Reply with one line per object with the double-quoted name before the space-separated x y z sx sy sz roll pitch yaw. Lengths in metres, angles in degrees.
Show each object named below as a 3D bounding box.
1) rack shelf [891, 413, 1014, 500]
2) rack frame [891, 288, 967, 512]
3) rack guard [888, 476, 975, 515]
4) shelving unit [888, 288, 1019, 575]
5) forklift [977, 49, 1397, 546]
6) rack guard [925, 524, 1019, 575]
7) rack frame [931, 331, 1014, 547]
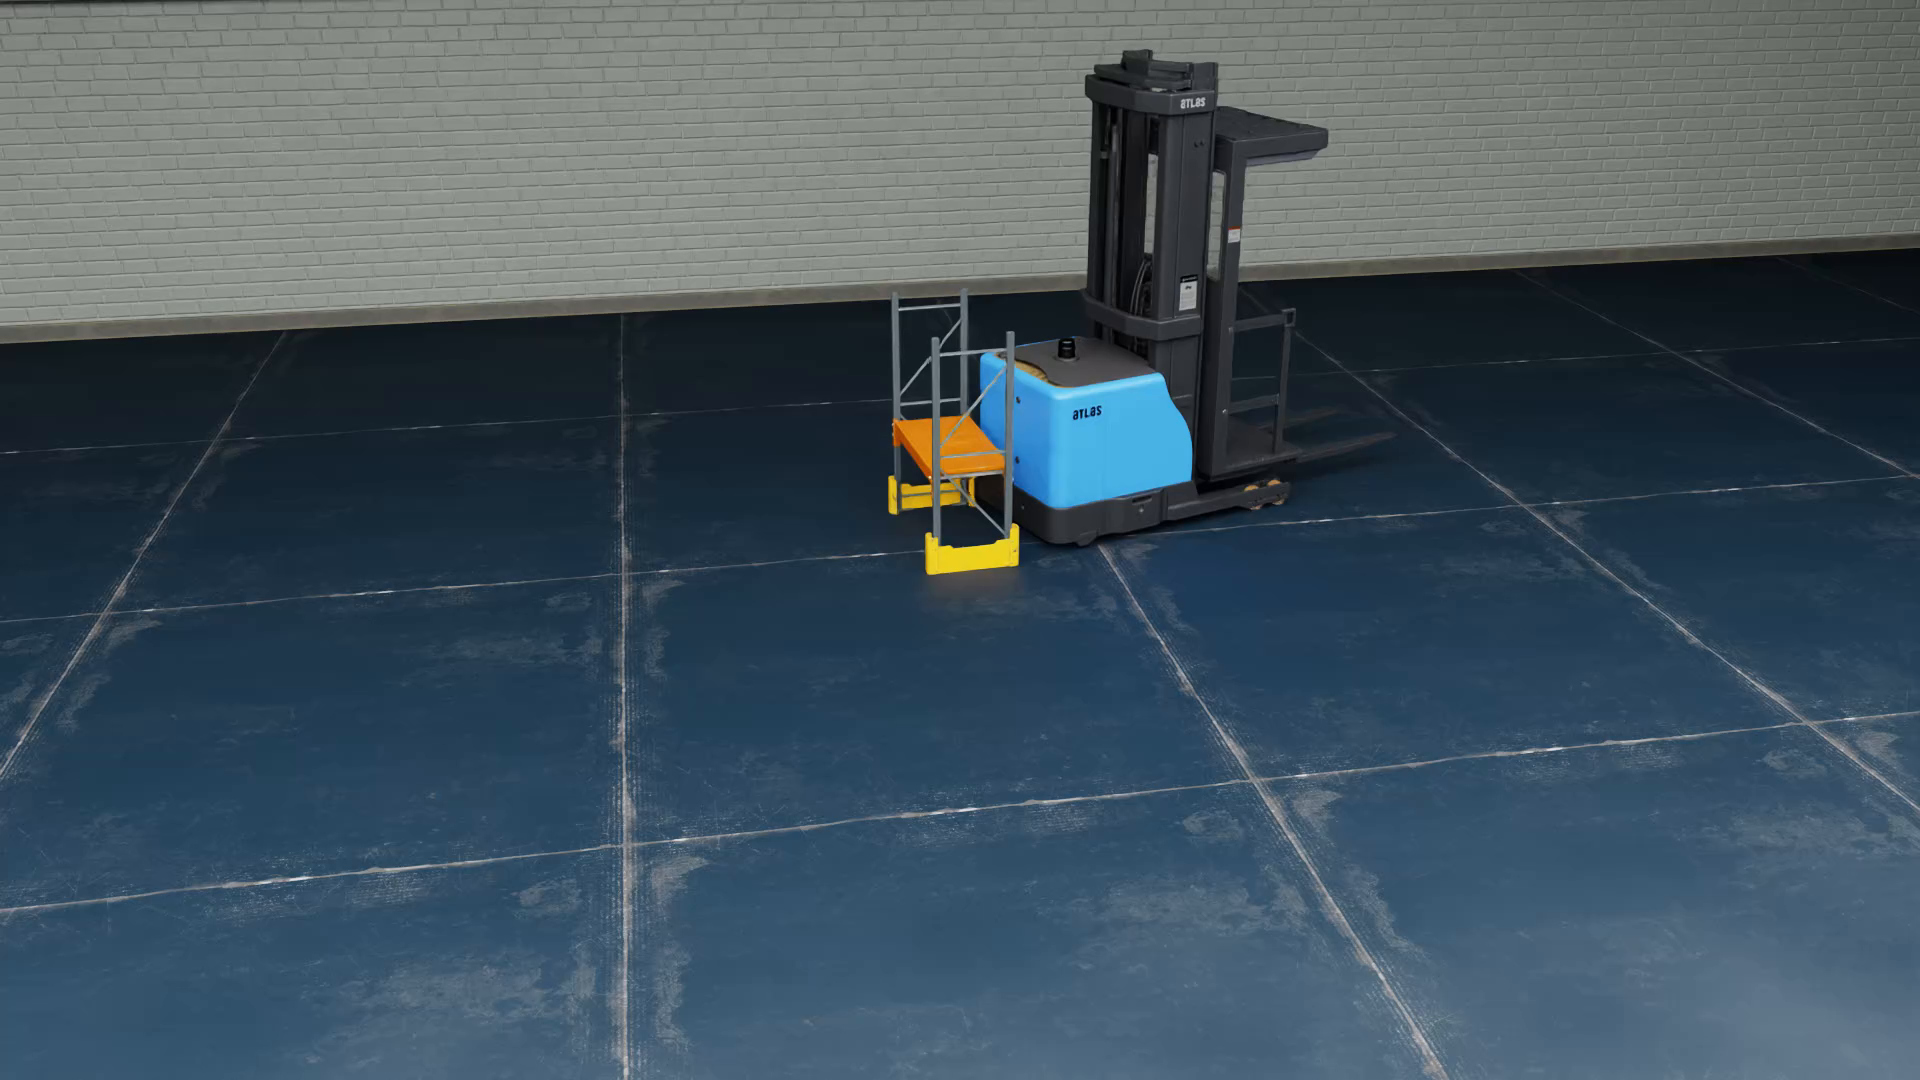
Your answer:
"rack shelf" -0.060 -0.546 10.576 0.538 0.185 1.000 -6 24 -14
"rack frame" -0.196 -0.907 10.952 0.500 1.500 0.032 -6 24 -14
"rack guard" -0.191 -0.327 11.185 0.587 0.250 0.087 -6 24 -14
"shelving unit" -0.057 -0.707 10.496 0.587 1.500 1.083 -6 24 -14
"forklift" 1.655 -1.714 11.013 3.031 2.935 1.130 -13 27 -27
"rack guard" 0.076 0.057 10.306 0.587 0.250 0.087 -6 24 -14
"rack frame" 0.077 -0.515 10.055 0.500 1.500 0.032 -6 24 -14
